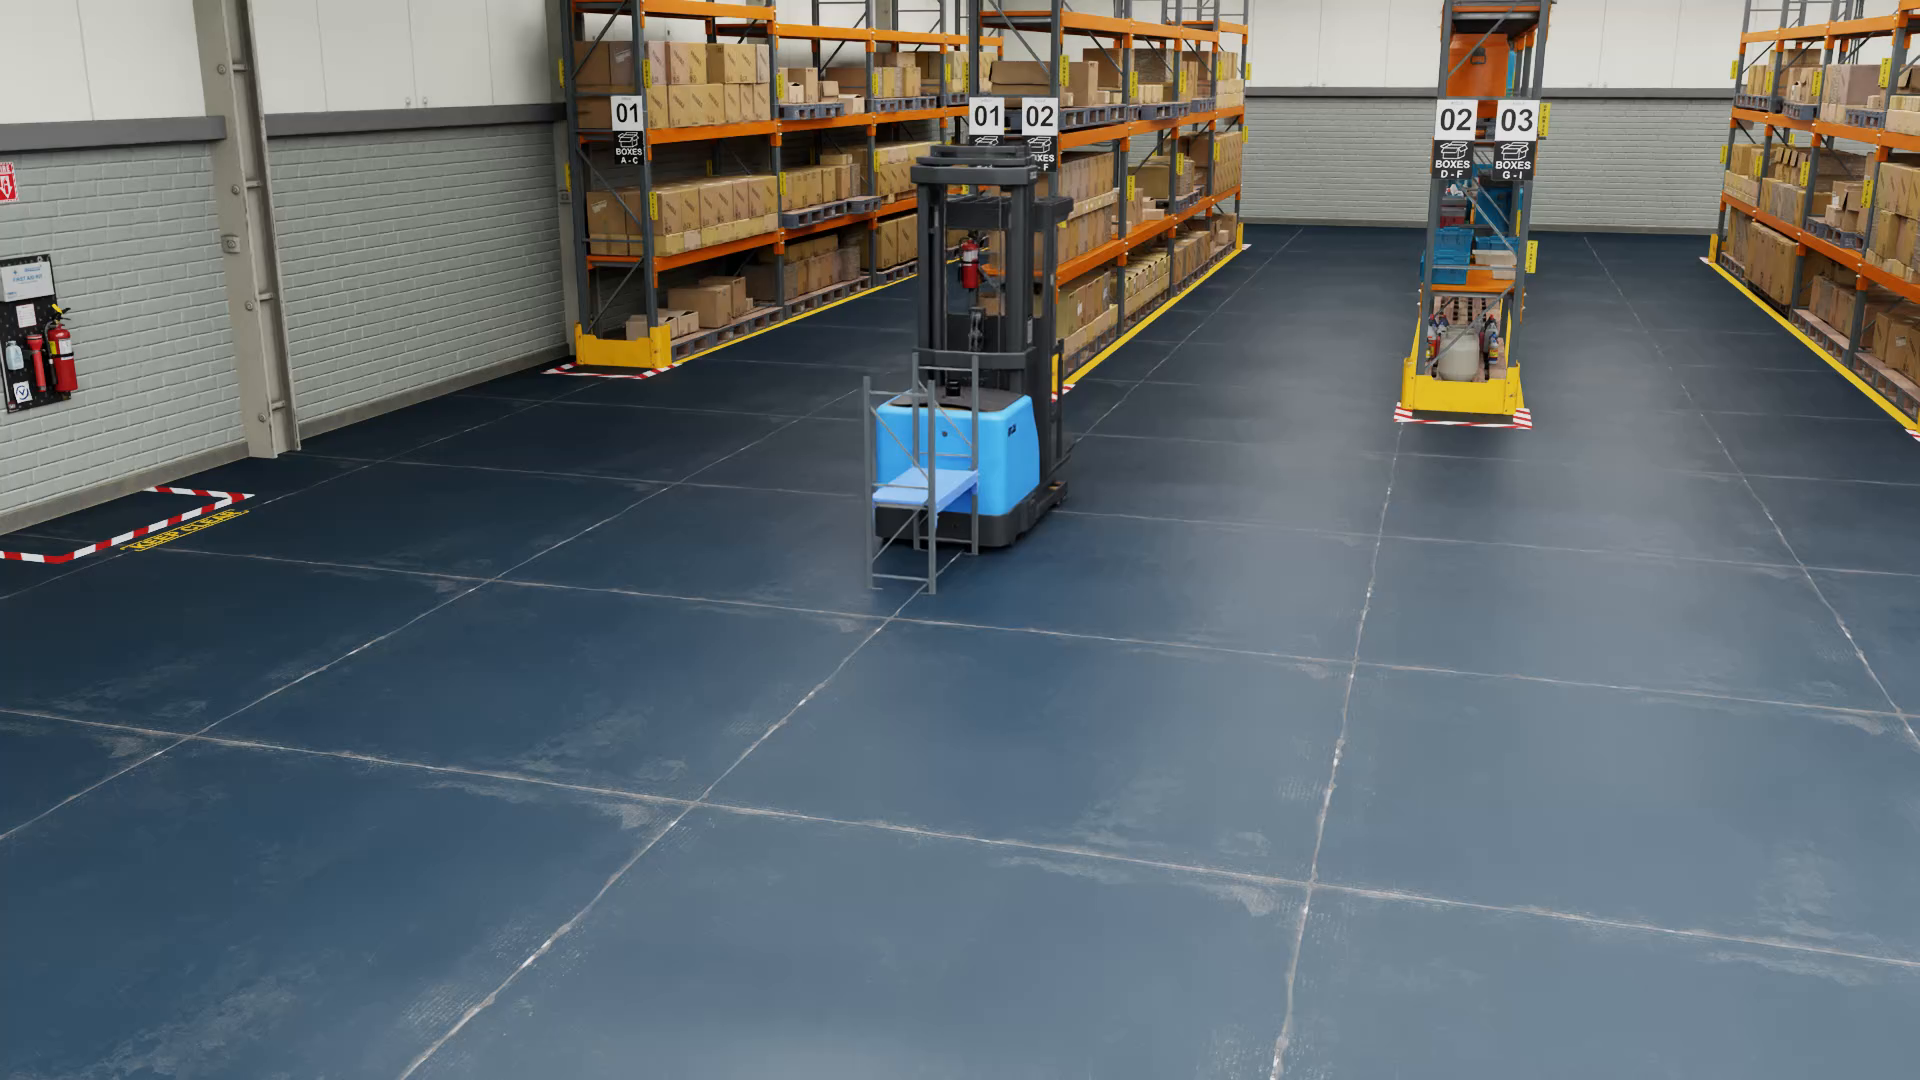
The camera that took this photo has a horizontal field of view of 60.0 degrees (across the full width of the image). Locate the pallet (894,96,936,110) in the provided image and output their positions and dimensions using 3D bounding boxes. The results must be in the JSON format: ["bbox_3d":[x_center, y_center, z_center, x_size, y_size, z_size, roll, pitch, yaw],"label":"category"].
[{"bbox_3d":[-0.960,-7.835,29.810,0.805,0.209,1.217,4,16,14],"label":"pallet"}]

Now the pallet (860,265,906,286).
[{"bbox_3d":[-1.587,-4.540,28.450,1.003,0.211,1.213,5,16,16],"label":"pallet"}]

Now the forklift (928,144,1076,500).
[{"bbox_3d":[0.283,-1.718,13.517,1.121,2.935,3.031,5,17,17],"label":"forklift"}]

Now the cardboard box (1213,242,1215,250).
[{"bbox_3d":[4.566,-5.513,31.157,0.380,0.166,0.250,5,16,16],"label":"cardboard box"}]

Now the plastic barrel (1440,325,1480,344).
[{"bbox_3d":[5.598,-2.135,18.648,0.421,0.512,0.421,0,16,0],"label":"plastic barrel"}]

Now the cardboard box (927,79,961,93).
[{"bbox_3d":[-0.298,-8.509,31.158,0.500,0.250,0.500,5,16,16],"label":"cardboard box"}]

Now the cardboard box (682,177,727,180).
[{"bbox_3d":[-3.505,-4.691,22.736,0.500,0.500,0.500,5,16,16],"label":"cardboard box"}]

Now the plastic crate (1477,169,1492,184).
[{"bbox_3d":[9.246,-6.233,29.082,0.402,0.464,0.583,5,16,16],"label":"plastic crate"}]

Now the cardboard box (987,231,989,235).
[{"bbox_3d":[0.287,-6.583,34.353,0.700,0.500,0.500,5,16,16],"label":"cardboard box"}]

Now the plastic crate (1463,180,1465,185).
[{"bbox_3d":[9.043,-6.492,30.419,0.416,0.233,0.300,5,16,16],"label":"plastic crate"}]

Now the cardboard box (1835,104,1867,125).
[{"bbox_3d":[11.703,-5.527,21.597,0.500,0.250,0.500,5,17,17],"label":"cardboard box"}]

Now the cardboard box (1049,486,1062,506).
[{"bbox_3d":[0.781,-0.366,13.834,0.130,0.156,0.160,4,16,15],"label":"cardboard box"}]

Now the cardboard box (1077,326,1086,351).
[{"bbox_3d":[1.240,-2.469,20.308,0.500,0.250,0.500,5,16,16],"label":"cardboard box"}]

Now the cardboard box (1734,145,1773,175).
[{"bbox_3d":[13.958,-6.682,29.247,0.500,0.500,0.500,4,16,14],"label":"cardboard box"}]

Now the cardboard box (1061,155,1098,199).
[{"bbox_3d":[1.325,-4.544,20.792,0.700,0.500,0.500,5,16,16],"label":"cardboard box"}]

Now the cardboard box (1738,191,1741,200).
[{"bbox_3d":[13.711,-5.963,28.815,0.380,0.149,0.250,5,17,17],"label":"cardboard box"}]

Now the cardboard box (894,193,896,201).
[{"bbox_3d":[13.859,-6.300,27.239,30.004,1.639,7.240,5,17,17],"label":"cardboard box"}]

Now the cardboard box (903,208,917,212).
[{"bbox_3d":[-0.807,-5.716,30.653,0.750,0.750,0.750,5,17,17],"label":"cardboard box"}]

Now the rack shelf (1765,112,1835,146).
[{"bbox_3d":[12.932,-6.149,24.834,1.077,0.370,4.000,5,16,16],"label":"rack shelf"}]

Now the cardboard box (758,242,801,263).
[{"bbox_3d":[-2.705,-4.314,24.943,0.500,0.250,0.500,4,16,15],"label":"cardboard box"}]

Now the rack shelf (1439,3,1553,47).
[{"bbox_3d":[5.910,-5.691,18.454,1.077,0.370,4.000,5,16,16],"label":"rack shelf"}]

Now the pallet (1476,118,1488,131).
[{"bbox_3d":[6.367,-5.023,19.889,1.213,0.211,1.003,5,16,16],"label":"pallet"}]

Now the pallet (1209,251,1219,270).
[{"bbox_3d":[4.200,-5.183,30.715,1.003,0.211,1.213,5,16,16],"label":"pallet"}]

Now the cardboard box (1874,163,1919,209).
[{"bbox_3d":[10.855,-4.057,19.074,0.500,0.500,0.500,5,16,16],"label":"cardboard box"}]

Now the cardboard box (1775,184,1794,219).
[{"bbox_3d":[12.703,-5.125,25.217,0.500,0.500,0.500,5,17,17],"label":"cardboard box"}]

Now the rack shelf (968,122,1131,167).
[{"bbox_3d":[1.162,-4.825,20.166,1.077,0.370,4.000,5,16,16],"label":"rack shelf"}]

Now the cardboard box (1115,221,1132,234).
[{"bbox_3d":[2.178,-4.347,23.118,0.380,0.149,0.250,5,16,16],"label":"cardboard box"}]

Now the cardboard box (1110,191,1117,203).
[{"bbox_3d":[1.858,-4.524,21.911,0.380,0.149,0.250,5,16,16],"label":"cardboard box"}]

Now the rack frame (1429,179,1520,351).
[{"bbox_3d":[6.478,-3.867,20.965,1.000,3.000,0.127,5,16,16],"label":"rack frame"}]

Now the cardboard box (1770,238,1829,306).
[{"bbox_3d":[12.580,-3.888,24.164,1.225,0.875,0.875,4,16,13],"label":"cardboard box"}]

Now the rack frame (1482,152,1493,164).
[{"bbox_3d":[9.888,-7.006,32.033,1.000,3.000,0.127,5,16,16],"label":"rack frame"}]

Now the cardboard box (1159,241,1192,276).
[{"bbox_3d":[3.561,-4.672,27.580,0.500,0.500,0.500,4,16,15],"label":"cardboard box"}]

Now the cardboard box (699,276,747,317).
[{"bbox_3d":[-3.277,-3.369,22.986,0.500,0.500,0.500,3,16,12],"label":"cardboard box"}]

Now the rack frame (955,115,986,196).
[{"bbox_3d":[0.390,-7.774,34.742,1.000,3.000,0.127,5,16,16],"label":"rack frame"}]

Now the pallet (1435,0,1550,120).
[{"bbox_3d":[13.223,-4.383,17.288,15.863,6.000,5.449,5,16,16],"label":"pallet"}]

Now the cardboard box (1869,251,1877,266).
[{"bbox_3d":[10.794,-3.264,19.302,0.380,0.149,0.250,5,16,16],"label":"cardboard box"}]

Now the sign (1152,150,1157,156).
[{"bbox_3d":[3.481,-6.801,29.725,0.100,0.325,0.005,5,16,16],"label":"sign"}]

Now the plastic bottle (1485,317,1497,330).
[{"bbox_3d":[6.517,-2.563,20.416,0.144,0.351,0.185,4,16,13],"label":"plastic bottle"}]

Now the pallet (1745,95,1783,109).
[{"bbox_3d":[14.091,-7.507,28.466,1.003,0.211,1.213,5,16,16],"label":"pallet"}]

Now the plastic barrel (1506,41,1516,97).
[{"bbox_3d":[8.413,-7.388,26.193,0.600,0.901,0.708,5,16,16],"label":"plastic barrel"}]

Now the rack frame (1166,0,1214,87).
[{"bbox_3d":[4.000,-9.231,28.884,0.949,2.616,0.053,5,16,16],"label":"rack frame"}]

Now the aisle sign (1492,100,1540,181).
[{"bbox_3d":[5.602,-4.029,16.774,0.394,0.787,0.004,5,16,16],"label":"aisle sign"}]

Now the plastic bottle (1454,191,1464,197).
[{"bbox_3d":[8.137,-5.554,27.142,0.152,0.276,0.135,5,16,16],"label":"plastic bottle"}]

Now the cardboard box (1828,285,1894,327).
[{"bbox_3d":[11.892,-3.066,21.918,0.700,0.500,0.500,6,17,21],"label":"cardboard box"}]

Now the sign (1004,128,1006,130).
[{"bbox_3d":[0.906,-8.400,34.390,0.100,0.325,0.005,5,16,16],"label":"sign"}]

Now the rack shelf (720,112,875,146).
[{"bbox_3d":[-2.452,-6.255,25.207,1.077,0.370,4.000,5,16,16],"label":"rack shelf"}]

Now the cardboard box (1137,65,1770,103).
[{"bbox_3d":[8.284,-7.193,26.151,10.045,0.550,7.296,6,17,19],"label":"cardboard box"}]

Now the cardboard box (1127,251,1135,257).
[{"bbox_3d":[2.436,-4.333,25.850,0.500,0.311,0.500,5,17,18],"label":"cardboard box"}]

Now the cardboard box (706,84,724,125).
[{"bbox_3d":[-3.360,-5.573,21.264,0.500,0.500,0.500,6,17,19],"label":"cardboard box"}]

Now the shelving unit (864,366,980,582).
[{"bbox_3d":[-0.259,-0.493,11.819,0.538,1.308,1.030,5,17,17],"label":"shelving unit"}]

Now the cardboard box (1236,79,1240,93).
[{"bbox_3d":[5.097,-8.718,31.929,0.500,0.250,0.500,5,16,16],"label":"cardboard box"}]

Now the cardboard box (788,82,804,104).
[{"bbox_3d":[-2.613,-6.535,24.269,0.500,0.311,0.500,5,17,18],"label":"cardboard box"}]

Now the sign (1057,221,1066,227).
[{"bbox_3d":[1.124,-3.615,18.347,0.100,0.325,0.005,5,16,16],"label":"sign"}]

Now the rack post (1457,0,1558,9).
[{"bbox_3d":[5.678,-5.654,17.187,0.937,0.300,0.954,7,17,22],"label":"rack post"}]

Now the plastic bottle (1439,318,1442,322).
[{"bbox_3d":[6.004,-2.627,20.767,0.061,0.283,0.133,5,16,16],"label":"plastic bottle"}]
